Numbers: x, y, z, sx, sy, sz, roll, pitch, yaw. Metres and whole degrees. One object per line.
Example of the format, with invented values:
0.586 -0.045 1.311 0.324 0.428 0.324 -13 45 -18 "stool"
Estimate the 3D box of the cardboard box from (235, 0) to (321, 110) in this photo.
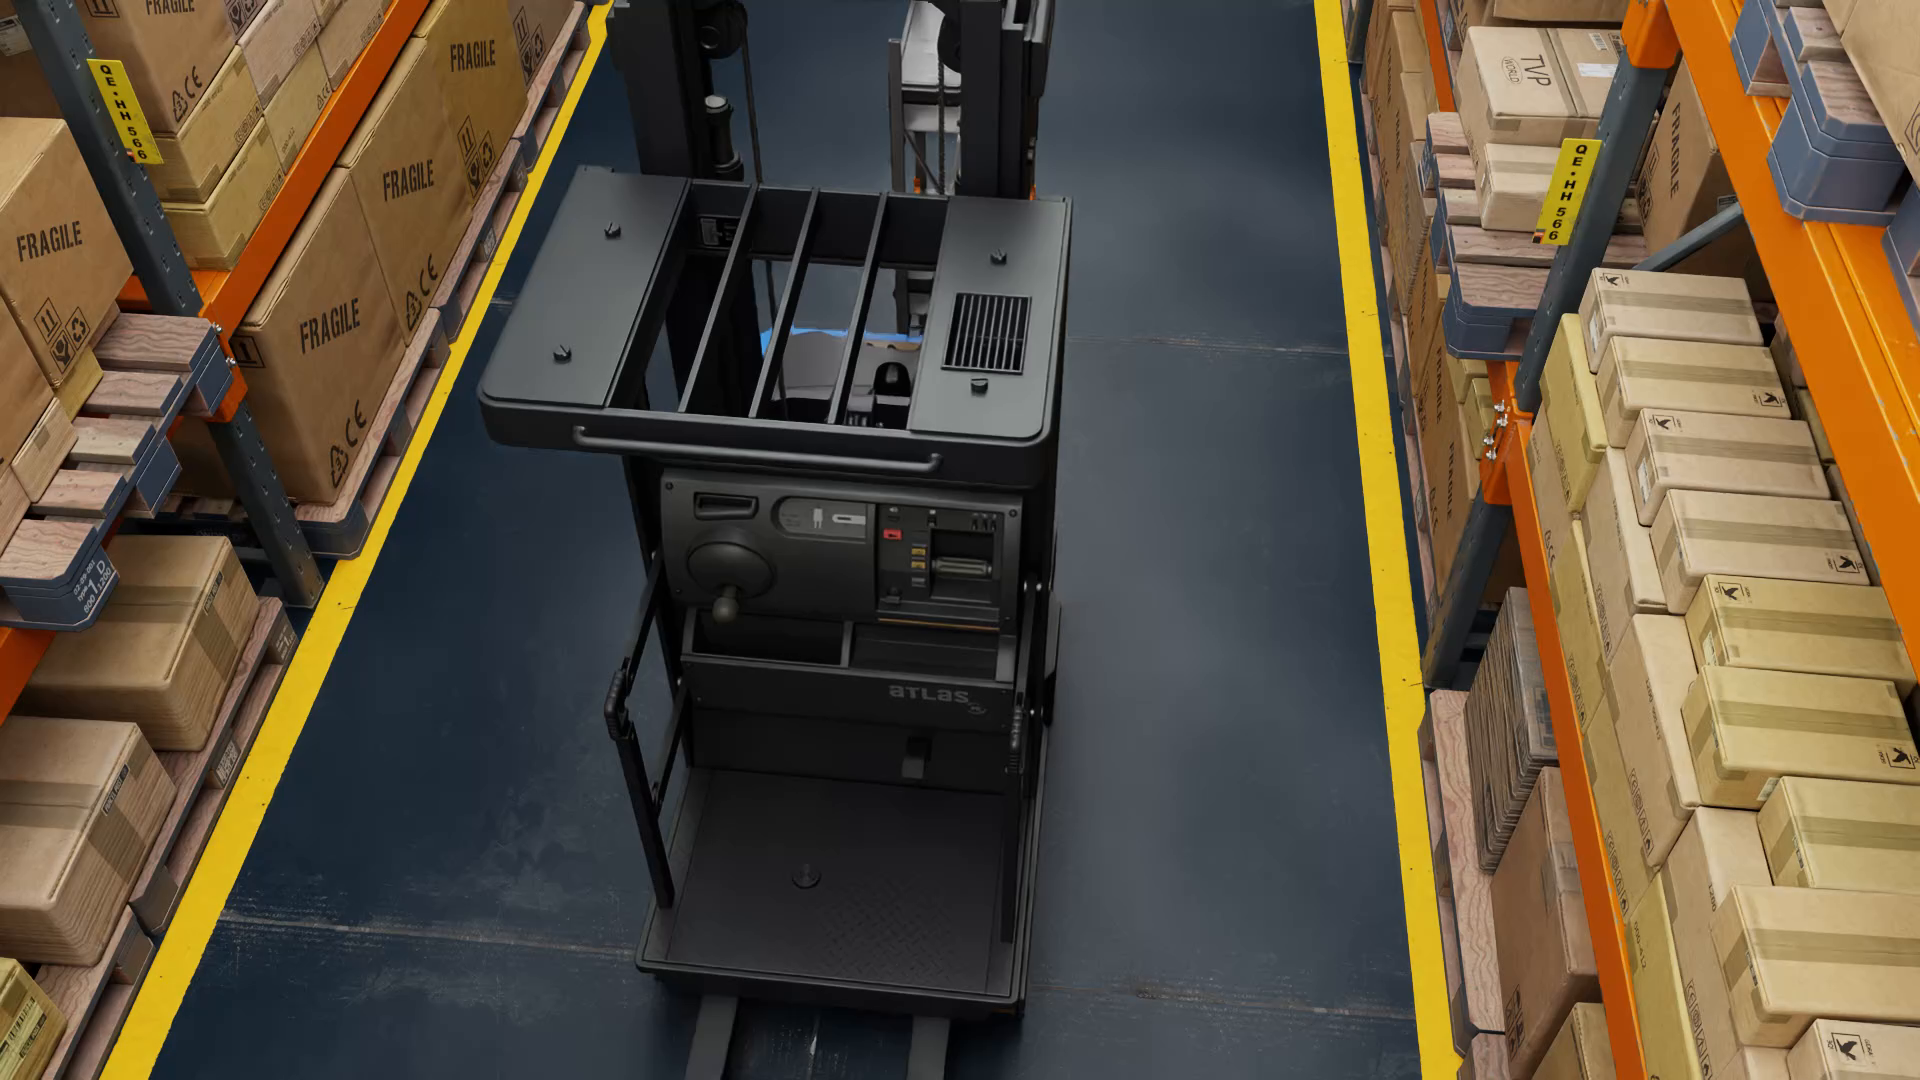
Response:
-2.489 -1.689 5.525 0.500 0.250 0.500 5 48 4 "cardboard box"

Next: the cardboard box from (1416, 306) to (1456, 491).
1.995 -0.495 6.079 0.500 0.500 0.500 3 48 3 "cardboard box"

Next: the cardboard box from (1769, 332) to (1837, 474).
2.350 -0.274 4.231 0.500 0.250 0.500 5 48 4 "cardboard box"

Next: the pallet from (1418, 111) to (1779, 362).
2.106 -0.942 5.209 1.213 0.211 1.003 4 48 4 "pallet"

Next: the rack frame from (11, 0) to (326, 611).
-2.829 -0.835 4.981 1.000 3.000 0.127 4 48 4 "rack frame"

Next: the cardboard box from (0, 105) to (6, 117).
-3.043 -1.604 4.939 0.500 0.500 0.500 3 48 2 "cardboard box"

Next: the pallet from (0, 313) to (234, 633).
-2.788 -0.240 4.567 1.213 0.211 1.003 4 48 4 "pallet"

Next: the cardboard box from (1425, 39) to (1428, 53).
2.209 -2.115 7.121 0.380 0.149 0.250 3 48 3 "cardboard box"

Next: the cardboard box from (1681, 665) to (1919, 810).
1.685 0.406 3.338 0.380 0.149 0.250 5 48 4 "cardboard box"

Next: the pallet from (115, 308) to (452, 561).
-2.682 -0.469 6.536 1.003 0.211 1.213 4 48 4 "pallet"

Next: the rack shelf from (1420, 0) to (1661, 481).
2.296 -1.731 6.288 1.077 0.370 4.000 4 48 4 "rack shelf"

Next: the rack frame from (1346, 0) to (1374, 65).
2.479 -3.444 7.367 1.000 3.000 0.127 4 48 4 "rack frame"

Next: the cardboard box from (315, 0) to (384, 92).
-2.451 -1.891 6.049 0.500 0.250 0.500 5 48 5 "cardboard box"

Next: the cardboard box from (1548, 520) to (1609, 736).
1.780 0.225 4.113 0.500 0.250 0.500 3 48 3 "cardboard box"

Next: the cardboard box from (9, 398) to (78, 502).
-2.556 -0.246 4.328 0.380 0.149 0.250 4 48 3 "cardboard box"

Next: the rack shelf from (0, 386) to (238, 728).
-3.012 0.877 3.903 1.077 0.370 4.000 4 48 4 "rack shelf"

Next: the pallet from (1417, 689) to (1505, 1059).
2.000 1.039 5.157 1.003 0.211 1.213 4 48 4 "pallet"

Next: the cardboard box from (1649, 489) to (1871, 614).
1.760 0.037 3.676 0.380 0.149 0.250 4 48 4 "cardboard box"

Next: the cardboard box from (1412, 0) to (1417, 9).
2.233 -2.506 7.479 0.380 0.149 0.250 3 48 2 "cardboard box"

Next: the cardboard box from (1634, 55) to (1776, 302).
2.317 -1.048 4.823 0.500 0.500 0.500 6 48 5 "cardboard box"

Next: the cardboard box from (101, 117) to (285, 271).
-2.534 -1.128 5.350 0.500 0.250 0.500 3 48 3 "cardboard box"

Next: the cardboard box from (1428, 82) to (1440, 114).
2.124 -1.751 6.789 0.380 0.149 0.250 5 48 5 "cardboard box"

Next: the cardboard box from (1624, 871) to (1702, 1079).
1.691 0.985 3.418 0.500 0.250 0.500 5 48 5 "cardboard box"

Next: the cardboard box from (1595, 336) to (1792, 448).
1.769 -0.346 4.027 0.380 0.149 0.250 5 48 4 "cardboard box"

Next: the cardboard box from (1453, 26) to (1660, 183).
1.888 -1.393 5.308 0.500 0.250 0.500 2 48 2 "cardboard box"

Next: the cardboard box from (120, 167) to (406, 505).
-2.684 -0.762 6.070 0.875 0.875 0.875 3 48 3 "cardboard box"

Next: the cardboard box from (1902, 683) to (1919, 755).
2.257 0.470 3.550 0.500 0.250 0.500 4 48 3 "cardboard box"

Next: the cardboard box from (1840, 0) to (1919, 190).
1.859 -0.833 2.526 0.700 0.500 0.500 3 48 3 "cardboard box"

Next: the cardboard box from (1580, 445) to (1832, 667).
1.784 0.055 3.930 0.500 0.250 0.500 5 48 5 "cardboard box"

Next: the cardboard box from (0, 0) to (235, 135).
-2.541 -1.553 4.892 0.500 0.500 0.500 2 48 2 "cardboard box"

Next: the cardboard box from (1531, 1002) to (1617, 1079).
1.931 1.588 4.089 0.875 0.625 0.625 2 48 2 "cardboard box"

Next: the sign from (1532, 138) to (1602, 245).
1.573 -0.898 4.308 0.100 0.325 0.005 4 48 4 "sign"

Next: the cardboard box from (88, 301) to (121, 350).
-2.625 -0.636 4.684 0.380 0.149 0.250 5 48 5 "cardboard box"

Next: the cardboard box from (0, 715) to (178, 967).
-2.950 0.867 4.921 0.950 0.372 0.625 3 48 3 "cardboard box"

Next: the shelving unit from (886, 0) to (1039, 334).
0.024 -0.866 5.619 0.431 2.100 0.503 5 48 4 "shelving unit"

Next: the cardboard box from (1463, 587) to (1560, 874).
2.044 0.613 4.982 0.875 0.625 0.625 5 48 5 "cardboard box"

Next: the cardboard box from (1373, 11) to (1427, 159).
2.172 -2.010 7.465 0.500 0.500 0.500 3 48 3 "cardboard box"

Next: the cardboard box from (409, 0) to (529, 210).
-2.516 -2.074 7.270 0.875 0.875 0.875 5 48 5 "cardboard box"

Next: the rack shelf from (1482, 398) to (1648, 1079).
1.932 1.208 3.600 1.077 0.370 4.000 4 48 4 "rack shelf"

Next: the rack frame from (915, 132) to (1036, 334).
0.050 -1.045 5.783 0.400 2.100 0.015 5 48 4 "rack frame"

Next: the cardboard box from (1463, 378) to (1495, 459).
1.907 -0.401 5.554 0.380 0.149 0.250 2 48 2 "cardboard box"

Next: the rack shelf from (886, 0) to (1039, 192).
0.024 -1.329 5.113 0.431 0.518 0.480 5 48 4 "rack shelf"

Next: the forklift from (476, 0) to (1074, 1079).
-0.328 0.142 4.134 1.130 2.935 3.031 5 48 4 "forklift"

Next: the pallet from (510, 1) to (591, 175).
-2.460 -2.262 8.175 1.003 0.211 1.213 4 48 4 "pallet"

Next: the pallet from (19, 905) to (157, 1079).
-3.016 1.574 4.668 1.003 0.211 1.213 4 48 4 "pallet"

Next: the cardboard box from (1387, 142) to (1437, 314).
2.068 -1.262 6.781 0.500 0.500 0.500 2 48 2 "cardboard box"

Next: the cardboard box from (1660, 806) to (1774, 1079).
1.696 0.815 3.234 0.500 0.250 0.500 4 48 4 "cardboard box"

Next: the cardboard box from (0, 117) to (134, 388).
-2.594 -0.759 4.357 0.500 0.500 0.500 3 48 2 "cardboard box"

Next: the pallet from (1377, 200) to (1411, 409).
2.334 -1.003 7.025 1.003 0.211 1.213 4 48 4 "pallet"

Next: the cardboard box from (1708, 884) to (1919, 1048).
1.594 0.775 3.001 0.380 0.149 0.250 3 48 2 "cardboard box"

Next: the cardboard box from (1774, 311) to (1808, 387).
2.286 -0.504 4.171 0.380 0.149 0.250 5 48 5 "cardboard box"

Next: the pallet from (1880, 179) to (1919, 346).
2.042 -0.126 2.428 1.003 0.211 1.213 6 48 5 "pallet"
